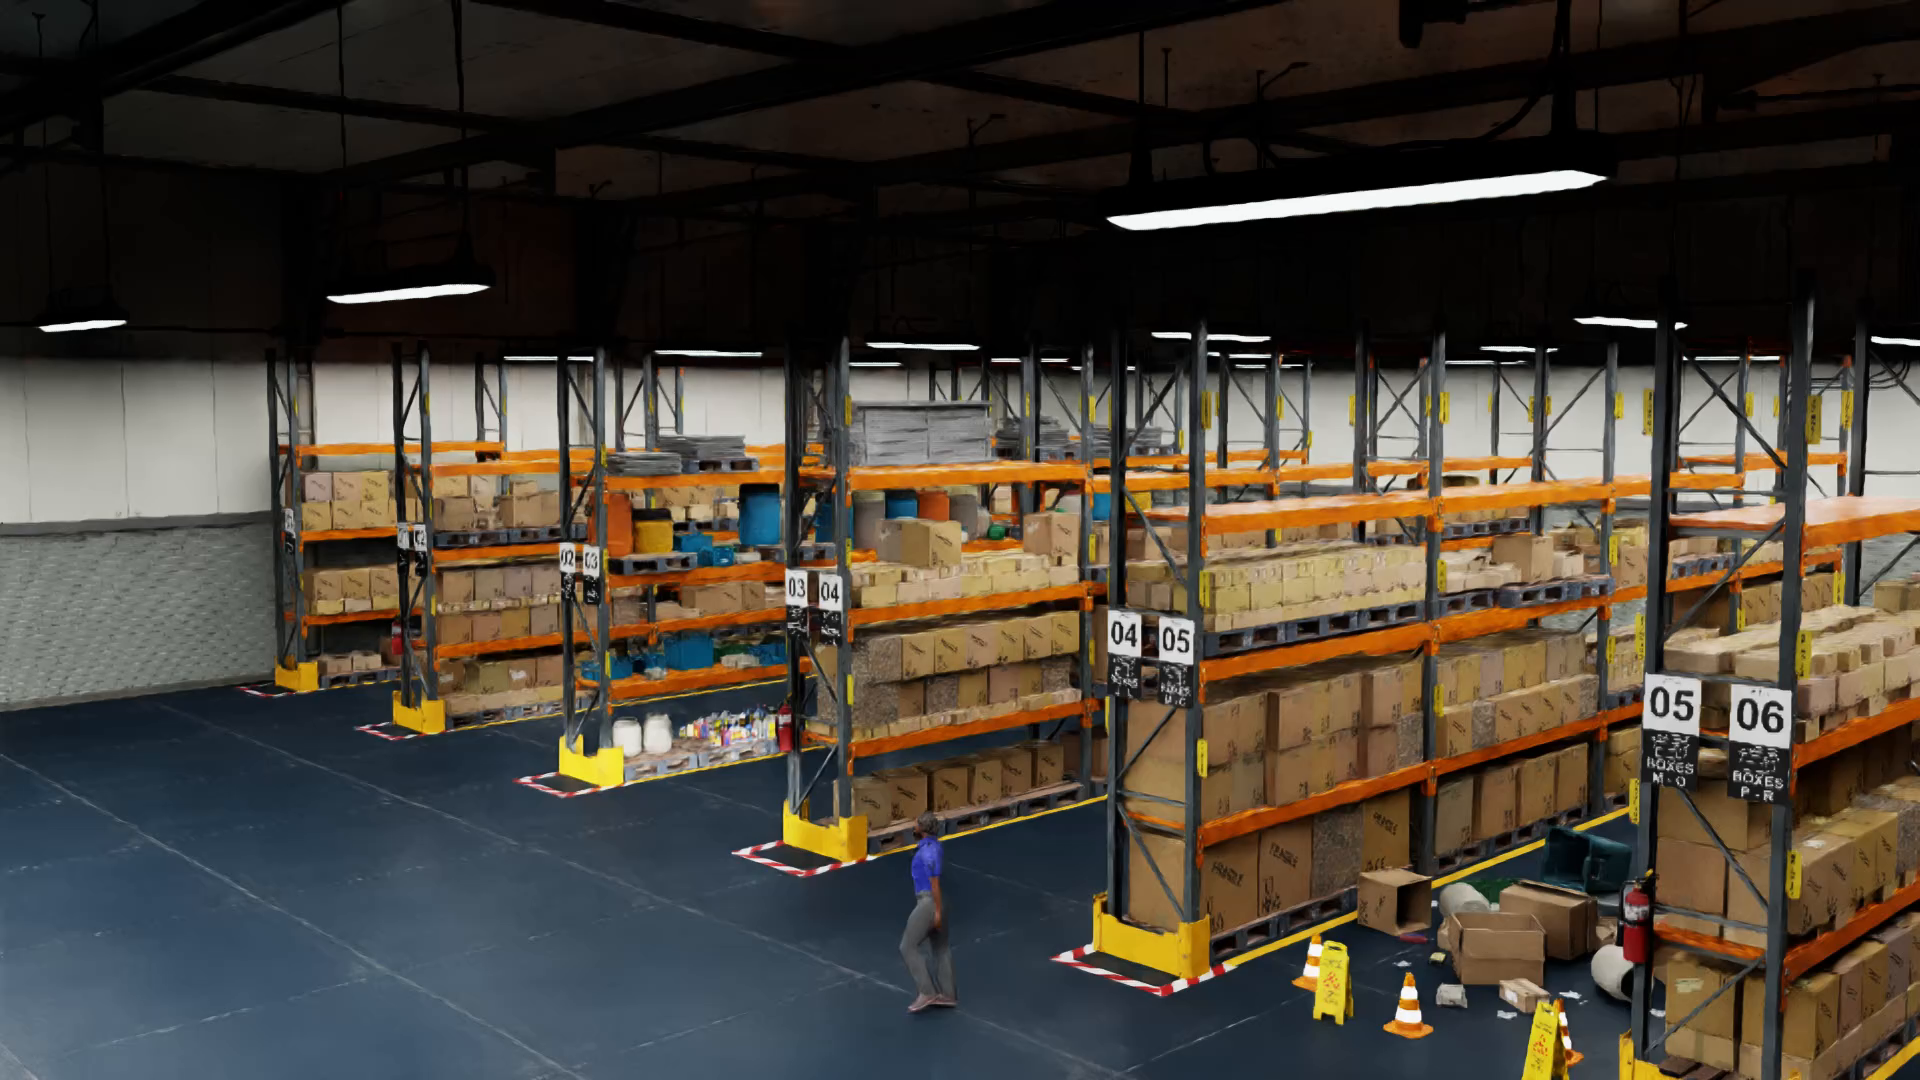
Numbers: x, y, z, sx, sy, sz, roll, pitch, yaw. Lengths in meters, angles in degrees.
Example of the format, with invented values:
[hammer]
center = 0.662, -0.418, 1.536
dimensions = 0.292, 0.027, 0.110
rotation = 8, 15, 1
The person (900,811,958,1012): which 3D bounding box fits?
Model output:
[person]
center = -0.249, 3.171, 14.071
dimensions = 0.473, 1.534, 0.570
rotation = 1, 5, 14
